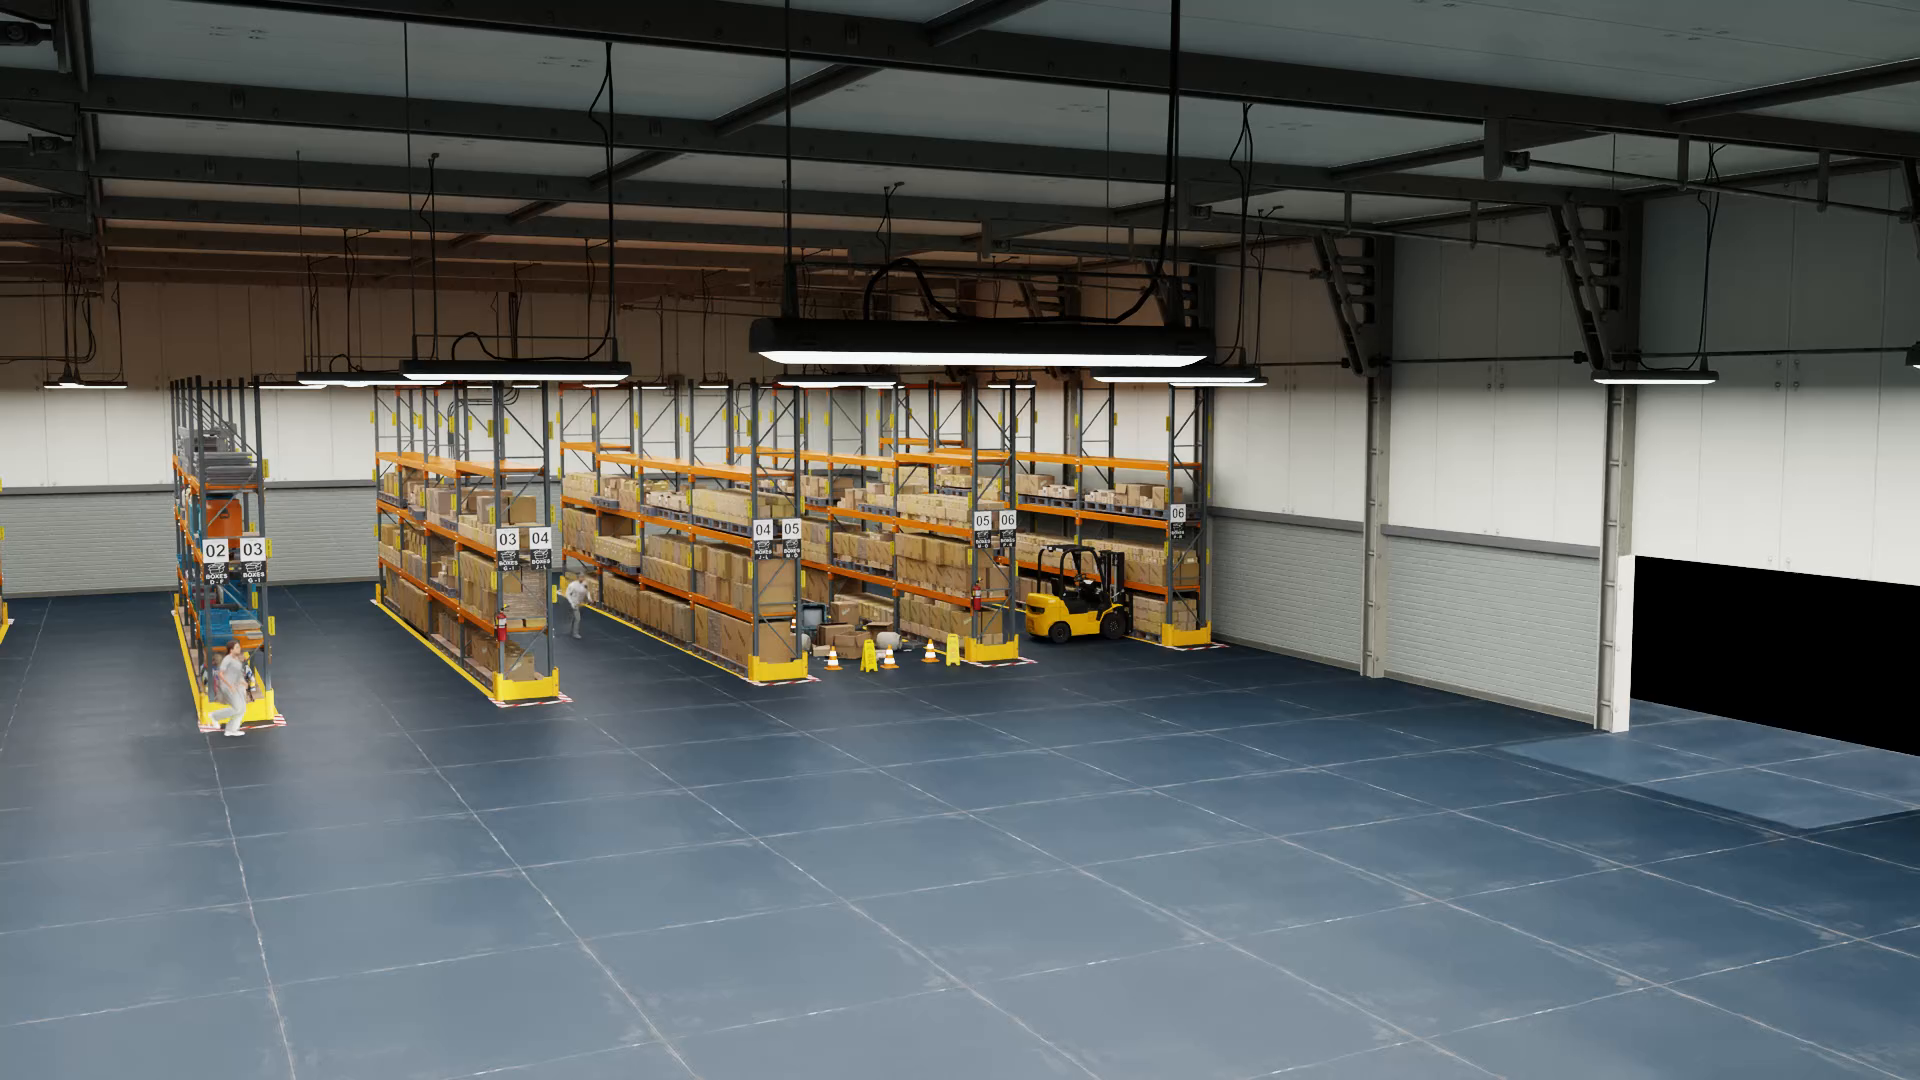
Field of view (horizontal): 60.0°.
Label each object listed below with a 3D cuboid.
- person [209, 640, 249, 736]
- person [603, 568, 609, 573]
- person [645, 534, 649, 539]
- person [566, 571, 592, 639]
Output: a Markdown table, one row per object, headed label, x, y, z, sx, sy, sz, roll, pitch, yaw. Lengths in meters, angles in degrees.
| label | x | y | z | sx | sy | sz | roll | pitch | yaw |
| --- | --- | --- | --- | --- | --- | --- | --- | --- | --- |
| person | -12.183 | 2.467 | 27.673 | 0.583 | 1.607 | 0.553 | 0 | 5 | 2 |
| person | -10.697 | 0.452 | 49.541 | 0.711 | 1.738 | 0.980 | 3 | 6 | 26 |
| person | -8.867 | 0.705 | 47.270 | 0.782 | 1.707 | 0.692 | 0 | 5 | -2 |
| person | -8.929 | 1.491 | 38.789 | 0.852 | 1.599 | 0.637 | 3 | 6 | 33 |
